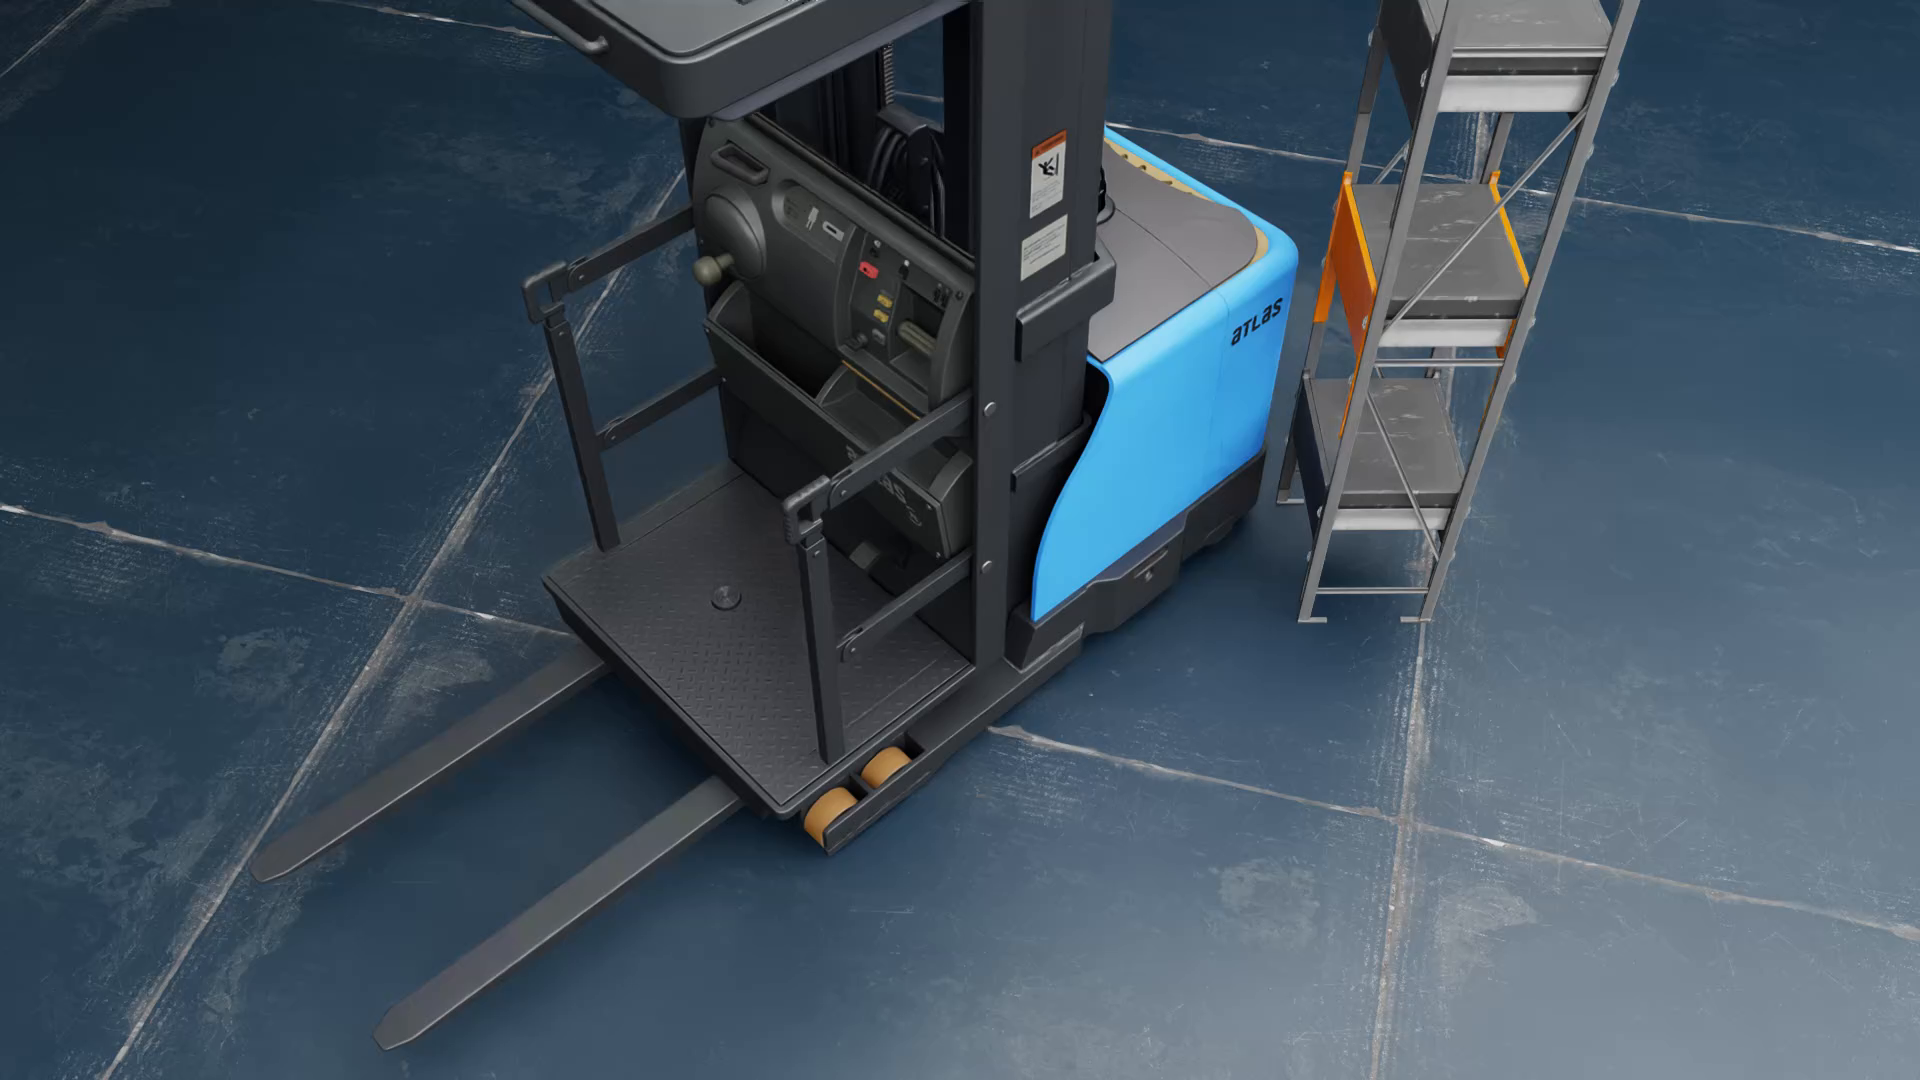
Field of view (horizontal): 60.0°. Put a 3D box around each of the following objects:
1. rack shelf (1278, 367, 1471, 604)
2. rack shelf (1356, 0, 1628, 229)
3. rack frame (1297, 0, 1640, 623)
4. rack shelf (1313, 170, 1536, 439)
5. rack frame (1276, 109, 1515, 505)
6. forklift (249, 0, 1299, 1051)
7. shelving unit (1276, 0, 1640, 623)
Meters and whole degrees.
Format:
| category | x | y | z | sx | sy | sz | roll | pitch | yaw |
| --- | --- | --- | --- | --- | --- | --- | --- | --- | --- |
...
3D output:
| category | x | y | z | sx | sy | sz | roll | pitch | yaw |
| --- | --- | --- | --- | --- | --- | --- | --- | --- | --- |
| rack shelf | 1.219 | -0.160 | 4.942 | 0.431 | 0.518 | 0.480 | 0 | 49 | 0 |
| rack shelf | 1.219 | -1.086 | 3.893 | 0.431 | 0.518 | 0.480 | 0 | 49 | 0 |
| rack frame | 1.220 | -0.449 | 4.246 | 0.400 | 2.100 | 0.015 | 0 | 49 | 0 |
| rack shelf | 1.219 | -0.623 | 4.418 | 0.431 | 0.518 | 0.480 | 0 | 49 | 0 |
| rack frame | 1.217 | -0.815 | 4.569 | 0.400 | 2.100 | 0.015 | 0 | 49 | 0 |
| forklift | -0.473 | -0.582 | 3.809 | 3.031 | 2.935 | 1.130 | -35 | 57 | -27 |
| shelving unit | 1.219 | -0.632 | 4.407 | 0.431 | 2.100 | 0.503 | 0 | 49 | 0 |
